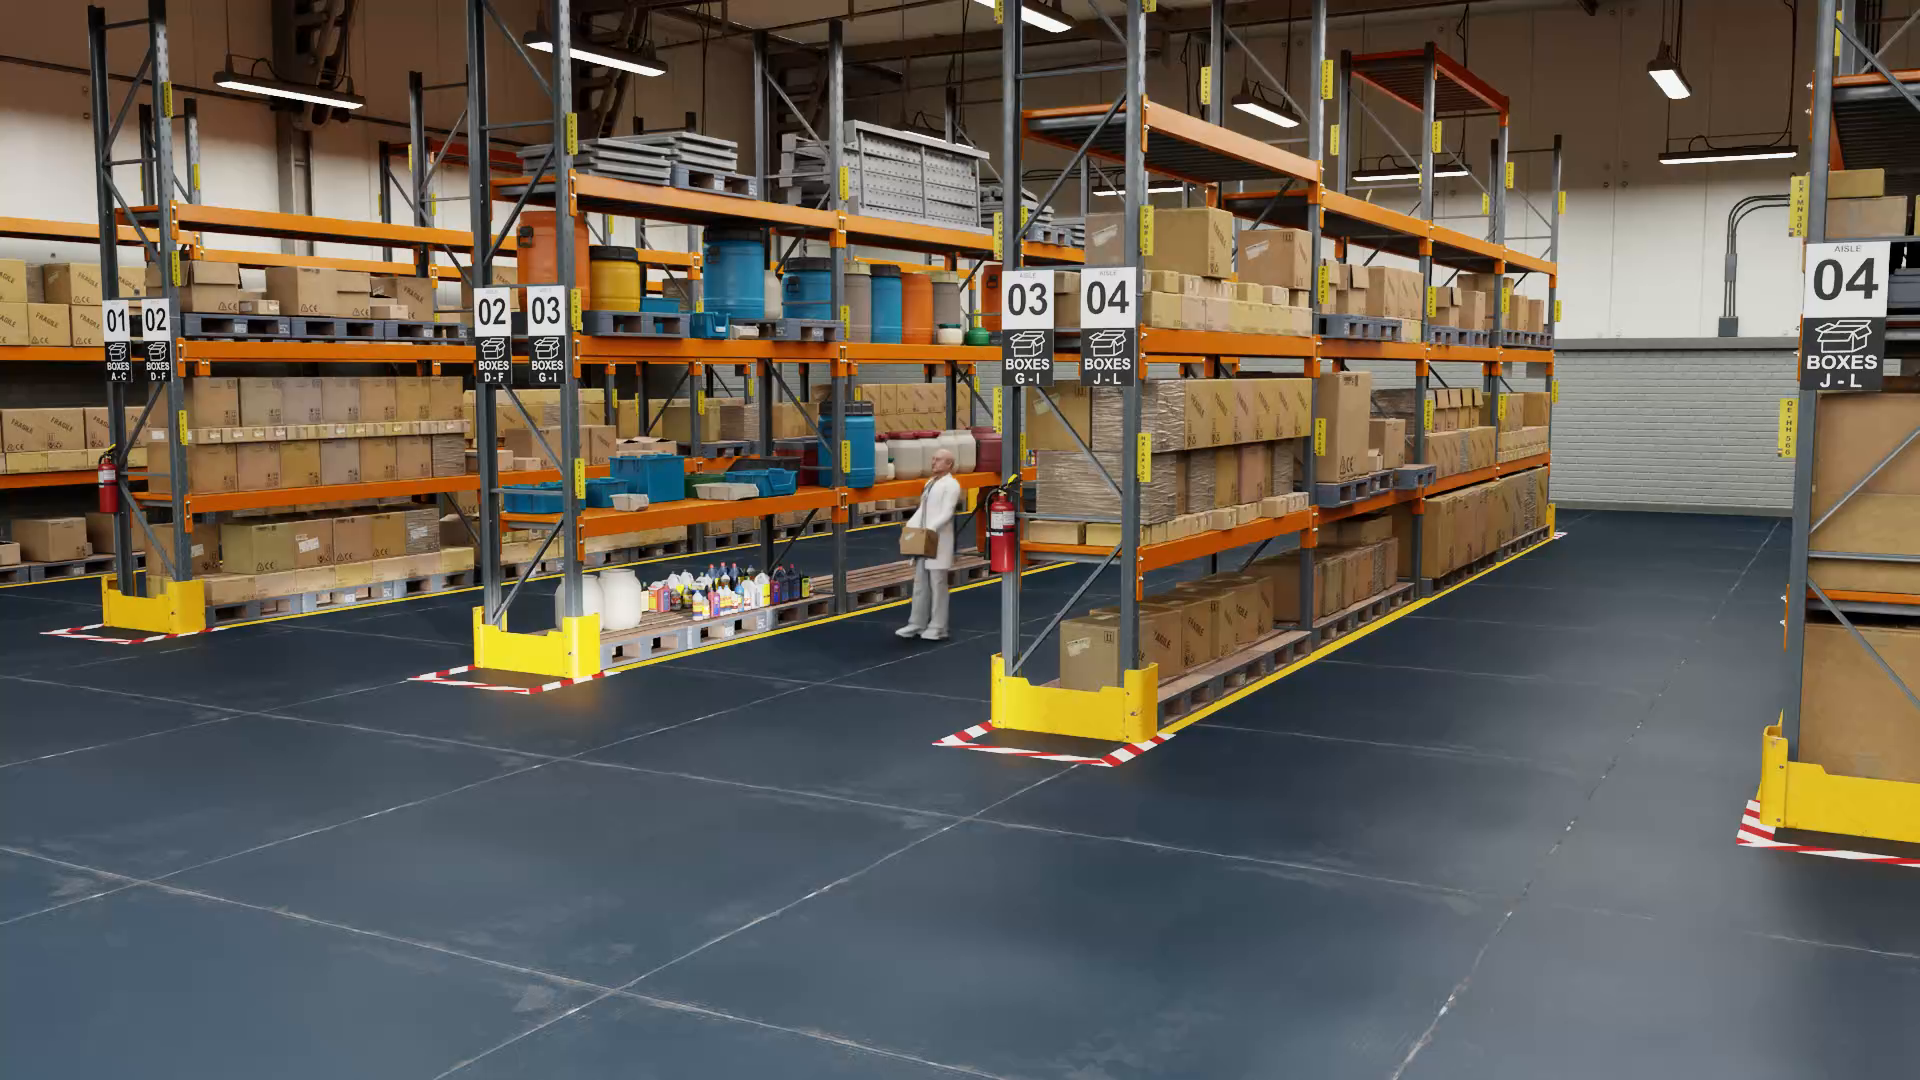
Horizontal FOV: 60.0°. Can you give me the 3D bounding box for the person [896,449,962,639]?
[{"bbox_3d":[-0.291,0.038,15.642,0.540,1.779,0.566,-3,7,-28],"label":"person"}]
